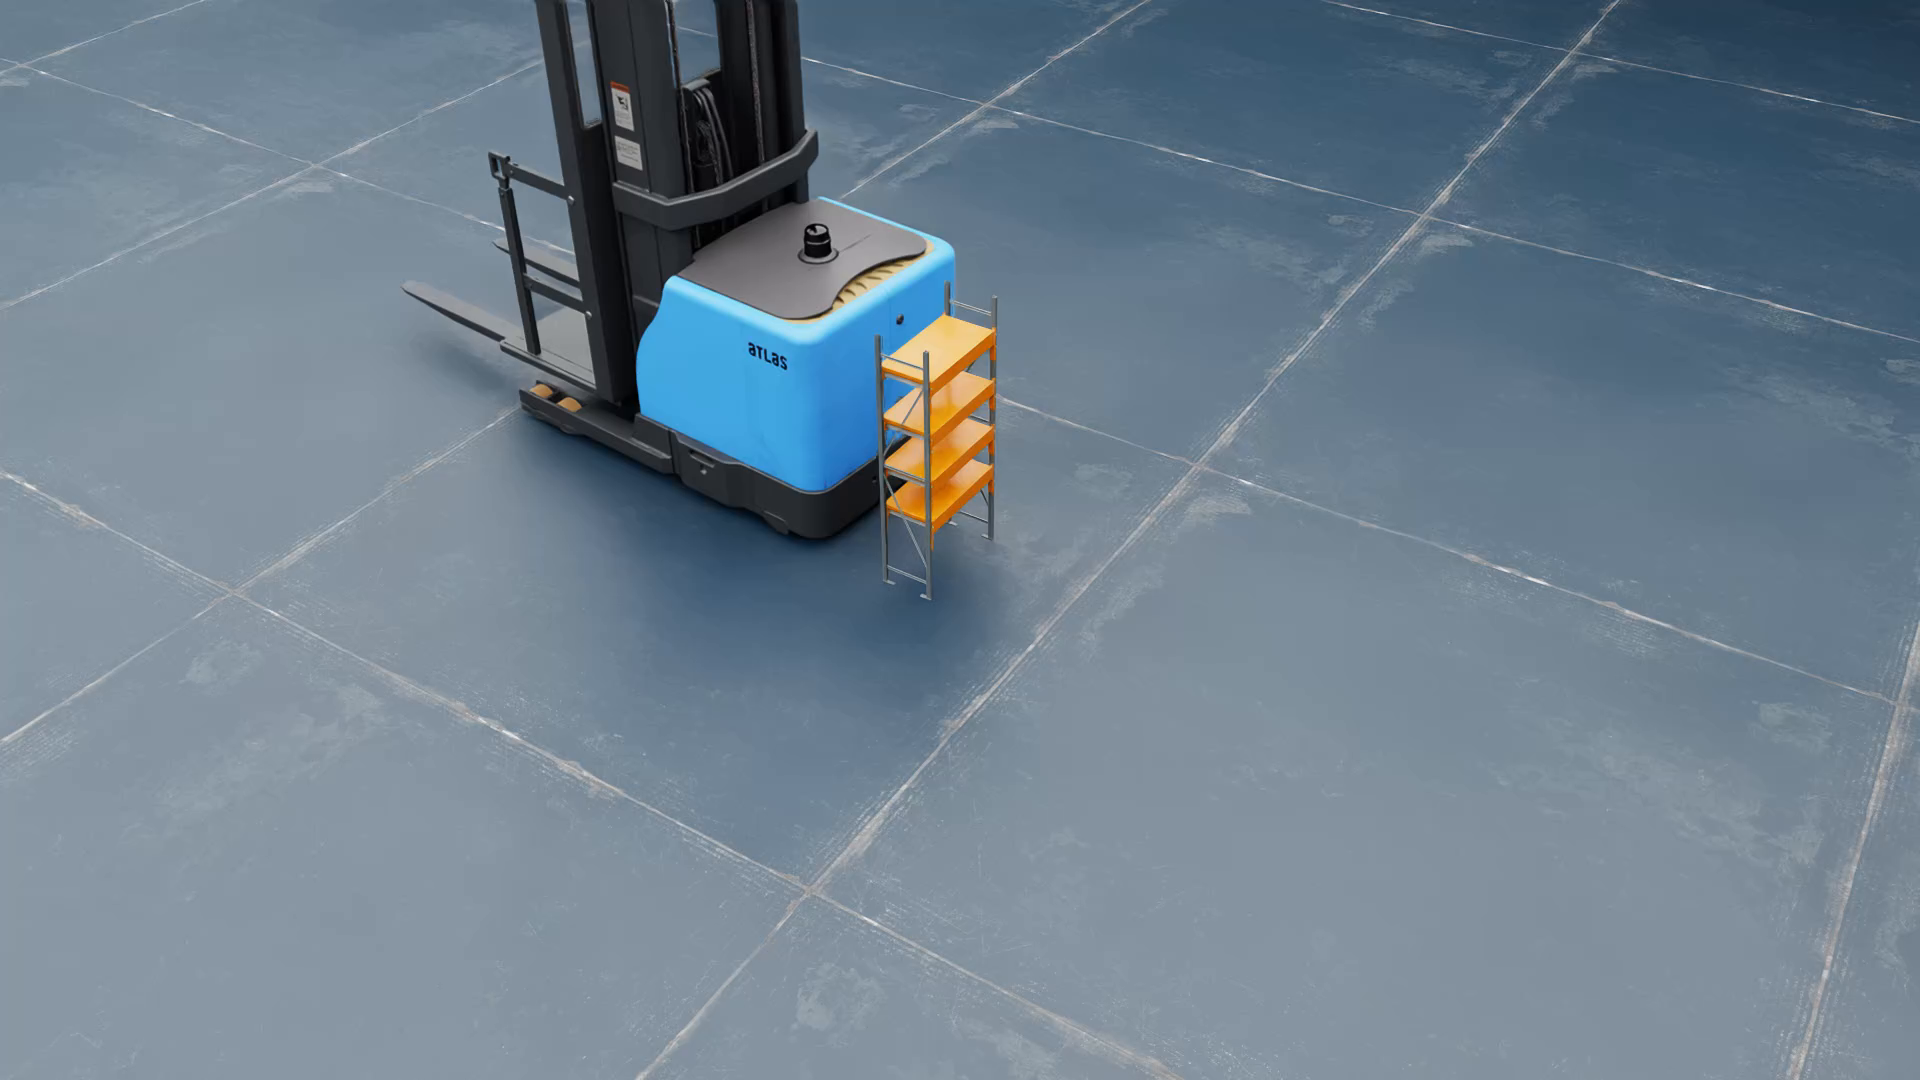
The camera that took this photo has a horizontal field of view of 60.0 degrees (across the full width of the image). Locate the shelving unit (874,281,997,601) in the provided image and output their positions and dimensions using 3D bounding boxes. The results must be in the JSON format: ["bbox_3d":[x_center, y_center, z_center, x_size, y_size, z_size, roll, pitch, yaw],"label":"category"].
[{"bbox_3d":[-0.089,-0.390,6.773,0.258,1.200,0.503,21,42,25],"label":"shelving unit"}]

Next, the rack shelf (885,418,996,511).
[{"bbox_3d":[-0.089,-0.337,6.814,0.258,0.148,0.480,21,42,25],"label":"rack shelf"}]

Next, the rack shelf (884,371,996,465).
[{"bbox_3d":[-0.089,-0.514,6.677,0.258,0.148,0.480,21,42,25],"label":"rack shelf"}]

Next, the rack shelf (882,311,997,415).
[{"bbox_3d":[-0.089,-0.701,6.533,0.258,0.148,0.480,21,42,25],"label":"rack shelf"}]

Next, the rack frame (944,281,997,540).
[{"bbox_3d":[0.042,-0.516,6.936,0.240,1.200,0.015,21,42,25],"label":"rack frame"}]

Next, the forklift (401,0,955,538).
[{"bbox_3d":[-1.484,-1.899,7.312,3.031,2.935,1.130,25,44,29],"label":"forklift"}]

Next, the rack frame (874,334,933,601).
[{"bbox_3d":[-0.219,-0.264,6.610,0.240,1.200,0.015,21,42,25],"label":"rack frame"}]

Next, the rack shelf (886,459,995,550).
[{"bbox_3d":[-0.089,-0.179,6.935,0.258,0.148,0.480,21,42,25],"label":"rack shelf"}]
